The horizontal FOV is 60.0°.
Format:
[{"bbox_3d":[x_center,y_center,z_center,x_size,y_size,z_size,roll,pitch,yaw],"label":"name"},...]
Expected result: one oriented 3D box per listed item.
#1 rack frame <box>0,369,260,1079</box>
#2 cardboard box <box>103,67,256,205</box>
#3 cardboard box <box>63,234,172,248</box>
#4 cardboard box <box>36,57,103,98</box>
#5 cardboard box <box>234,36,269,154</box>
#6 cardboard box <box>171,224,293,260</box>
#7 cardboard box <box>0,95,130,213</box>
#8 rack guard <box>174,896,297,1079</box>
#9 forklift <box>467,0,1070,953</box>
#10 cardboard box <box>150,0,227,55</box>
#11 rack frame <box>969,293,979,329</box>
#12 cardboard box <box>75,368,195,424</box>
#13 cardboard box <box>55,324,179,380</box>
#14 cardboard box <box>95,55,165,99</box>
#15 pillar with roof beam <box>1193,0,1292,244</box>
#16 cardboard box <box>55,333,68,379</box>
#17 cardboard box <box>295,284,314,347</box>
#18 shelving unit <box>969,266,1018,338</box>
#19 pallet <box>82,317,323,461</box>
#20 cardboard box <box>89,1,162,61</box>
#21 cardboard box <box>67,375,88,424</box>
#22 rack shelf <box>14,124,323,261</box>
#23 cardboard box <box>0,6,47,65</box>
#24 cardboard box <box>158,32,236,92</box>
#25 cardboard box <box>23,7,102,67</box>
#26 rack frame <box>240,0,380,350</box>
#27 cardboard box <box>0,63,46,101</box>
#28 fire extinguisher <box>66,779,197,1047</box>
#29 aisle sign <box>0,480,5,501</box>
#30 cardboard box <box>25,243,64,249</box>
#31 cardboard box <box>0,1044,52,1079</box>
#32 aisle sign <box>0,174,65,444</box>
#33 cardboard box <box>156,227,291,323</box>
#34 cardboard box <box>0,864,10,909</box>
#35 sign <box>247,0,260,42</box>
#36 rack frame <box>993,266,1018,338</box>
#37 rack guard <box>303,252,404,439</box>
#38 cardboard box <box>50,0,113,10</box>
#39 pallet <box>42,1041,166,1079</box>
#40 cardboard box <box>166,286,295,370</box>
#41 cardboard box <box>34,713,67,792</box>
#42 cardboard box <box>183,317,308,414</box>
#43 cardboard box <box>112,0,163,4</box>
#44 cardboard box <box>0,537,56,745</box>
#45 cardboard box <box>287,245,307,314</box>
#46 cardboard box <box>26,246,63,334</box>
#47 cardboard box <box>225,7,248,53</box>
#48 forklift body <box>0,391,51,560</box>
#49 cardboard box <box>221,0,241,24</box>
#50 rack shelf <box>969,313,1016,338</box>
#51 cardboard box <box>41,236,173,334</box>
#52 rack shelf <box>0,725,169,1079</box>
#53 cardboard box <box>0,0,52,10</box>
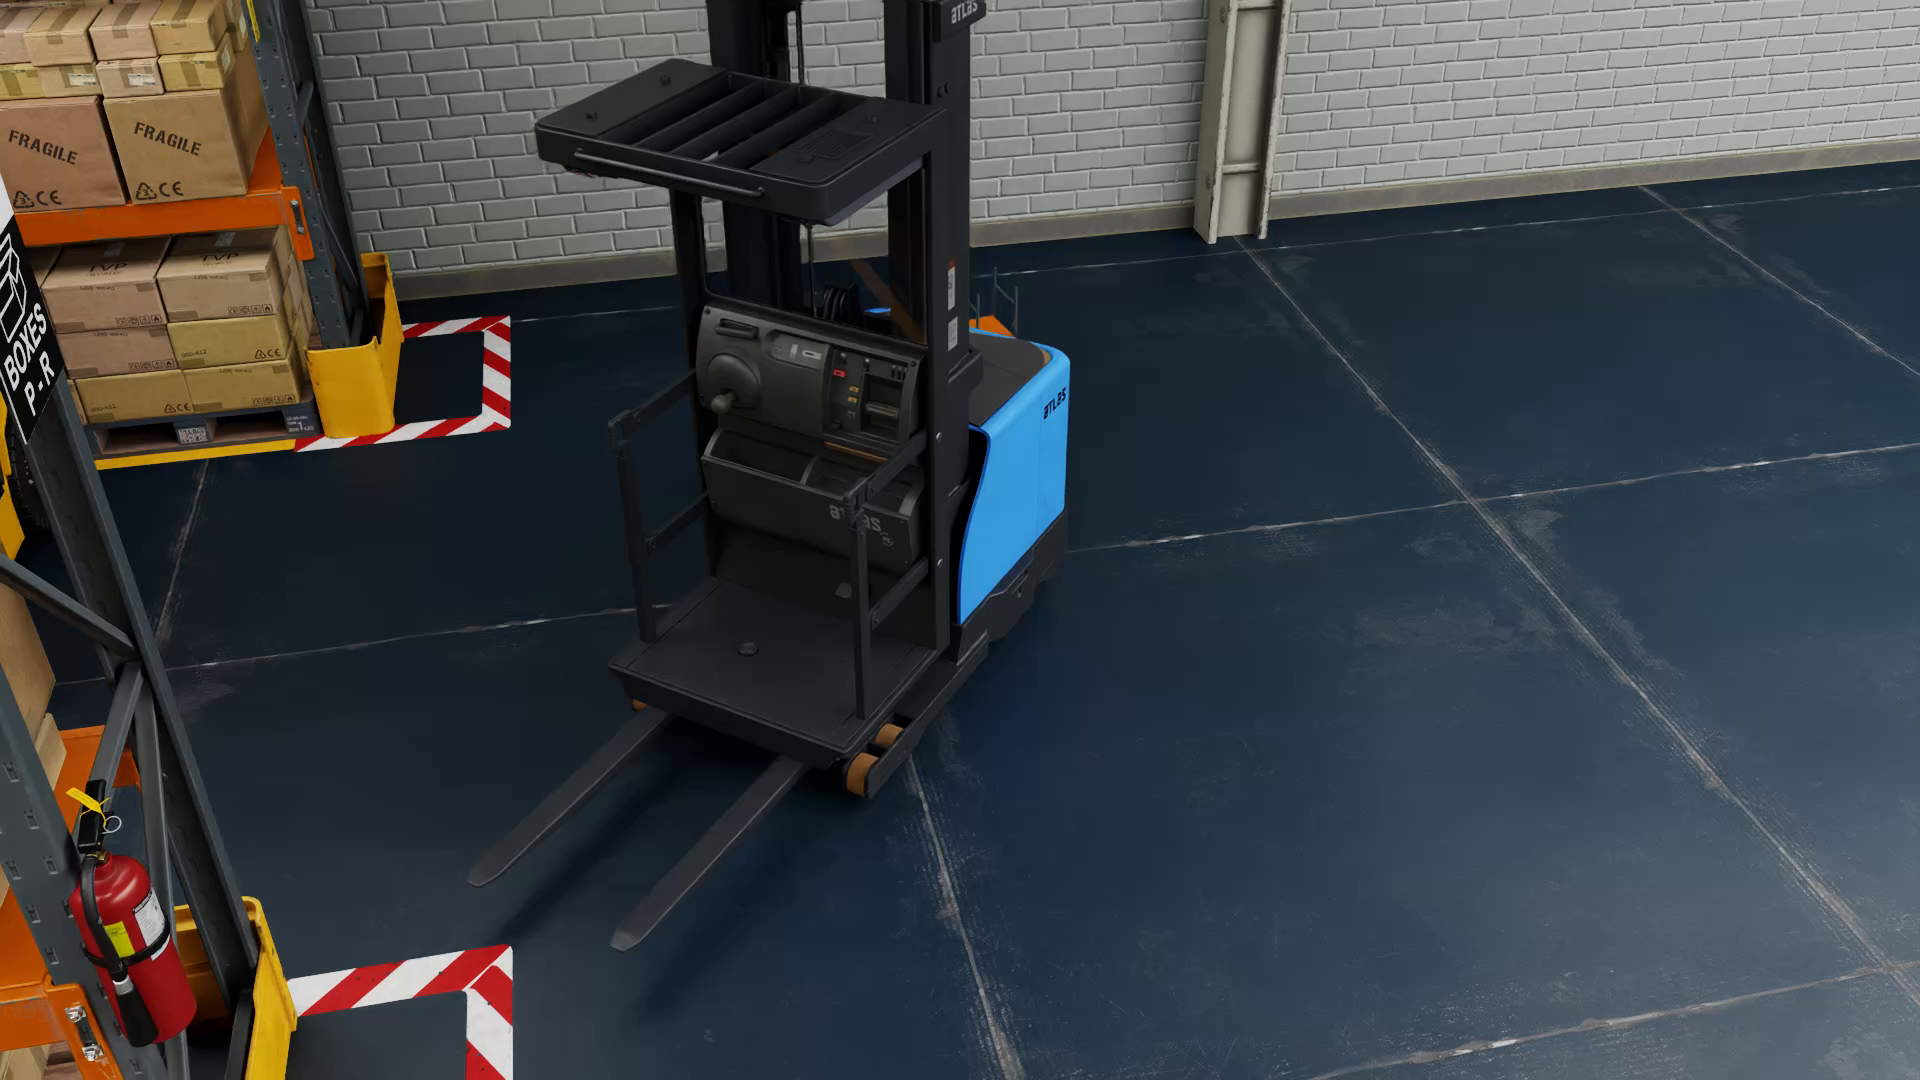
[{"bbox_3d":[-2.144,0.605,4.156,0.127,3.000,1.000,-7,35,-11],"label":"rack frame"},{"bbox_3d":[-3.664,-1.930,7.845,0.500,0.500,0.500,-8,35,-12],"label":"cardboard box"},{"bbox_3d":[-4.239,-1.520,8.517,0.500,0.250,0.500,-7,35,-10],"label":"cardboard box"},{"bbox_3d":[-4.028,-2.162,7.607,0.250,0.149,0.380,-7,34,-10],"label":"cardboard box"},{"bbox_3d":[-3.787,-2.223,8.282,0.500,0.500,0.500,-6,34,-9],"label":"cardboard box"},{"bbox_3d":[-3.753,-1.583,8.611,0.500,0.250,0.500,-8,35,-11],"label":"cardboard box"},{"bbox_3d":[-4.173,-1.871,7.757,0.500,0.500,0.500,-6,34,-9],"label":"cardboard box"},{"bbox_3d":[-2.218,1.653,4.838,0.348,0.500,1.175,-7,35,-11],"label":"rack guard"},{"bbox_3d":[-0.662,-0.531,5.912,1.130,2.935,3.031,17,37,23],"label":"forklift"},{"bbox_3d":[-3.545,-2.368,7.647,0.250,0.149,0.380,-7,35,-10],"label":"cardboard box"},{"bbox_3d":[0.032,-0.621,7.599,0.006,1.200,0.240,-14,36,-20],"label":"rack frame"},{"bbox_3d":[-4.118,-0.839,8.399,0.500,0.250,0.500,-7,35,-11],"label":"cardboard box"},{"bbox_3d":[-4.140,-1.047,8.260,0.500,0.250,0.500,-8,35,-11],"label":"cardboard box"},{"bbox_3d":[-3.761,-2.160,7.605,0.250,0.149,0.380,-7,34,-10],"label":"cardboard box"},{"bbox_3d":[2.682,-3.385,4.718,0.400,9.000,9.100,-7,35,-11],"label":"pillar with roof beam"},{"bbox_3d":[-4.639,-0.972,8.148,0.500,0.250,0.500,-8,35,-12],"label":"cardboard box"},{"bbox_3d":[-3.765,-1.170,8.893,0.500,0.250,0.500,-7,35,-10],"label":"cardboard box"},{"bbox_3d":[0.116,-0.642,7.630,0.189,1.200,0.258,-14,36,-20],"label":"shelving unit"},{"bbox_3d":[-3.979,-0.817,8.778,1.213,0.211,1.003,-7,35,-11],"label":"pallet"},{"bbox_3d":[-3.779,-2.320,7.577,0.250,0.149,0.380,-7,35,-10],"label":"cardboard box"},{"bbox_3d":[-4.608,-0.782,8.315,0.500,0.250,0.500,-7,34,-10],"label":"cardboard box"},{"bbox_3d":[-5.193,-1.547,8.009,4.000,0.370,1.077,-7,35,-11],"label":"rack shelf"},{"bbox_3d":[-4.287,-2.283,7.522,0.250,0.149,0.380,-7,34,-10],"label":"cardboard box"},{"bbox_3d":[-3.519,-2.208,7.676,0.250,0.149,0.380,-7,34,-10],"label":"cardboard box"},{"bbox_3d":[-4.028,-2.274,7.507,0.250,0.149,0.380,-6,34,-9],"label":"cardboard box"},{"bbox_3d":[-3.242,-2.092,8.175,0.127,3.000,1.000,-7,35,-11],"label":"rack frame"},{"bbox_3d":[-4.272,-2.137,7.571,0.250,0.149,0.380,-7,35,-11],"label":"cardboard box"},{"bbox_3d":[-1.930,0.874,3.825,0.183,0.674,0.296,-7,35,-11],"label":"fire extinguisher"},{"bbox_3d":[-2.019,-0.324,3.208,0.004,0.787,0.394,-7,35,-11],"label":"aisle sign"},{"bbox_3d":[-4.730,-1.464,8.434,0.500,0.250,0.500,-7,35,-11],"label":"cardboard box"},{"bbox_3d":[-2.992,1.522,4.881,0.500,0.250,0.500,-7,35,-11],"label":"cardboard box"},{"bbox_3d":[-2.152,-0.650,3.694,0.004,0.787,0.394,-7,35,-11],"label":"aisle sign"},{"bbox_3d":[-3.623,-1.314,8.209,0.500,0.250,0.500,-6,34,-9],"label":"cardboard box"},{"bbox_3d":[-2.461,0.872,3.984,0.250,0.149,0.380,-6,34,-9],"label":"cardboard box"},{"bbox_3d":[-3.136,-2.374,7.345,0.005,0.325,0.100,-7,35,-11],"label":"sign"},{"bbox_3d":[0.200,-0.662,7.660,0.006,1.200,0.240,-14,36,-20],"label":"rack frame"},{"bbox_3d":[-3.219,-1.057,8.876,0.348,0.500,1.175,-7,35,-11],"label":"rack guard"},{"bbox_3d":[-4.134,-2.547,7.915,0.250,0.149,0.380,-7,34,-10],"label":"cardboard box"},{"bbox_3d":[-3.018,1.853,4.799,1.213,0.211,1.003,-7,35,-11],"label":"pallet"},{"bbox_3d":[-3.648,-1.102,8.343,0.500,0.250,0.500,-8,35,-11],"label":"cardboard box"},{"bbox_3d":[-2.521,0.639,4.331,0.250,0.149,0.380,-7,35,-10],"label":"cardboard box"},{"bbox_3d":[-3.631,-0.895,8.483,0.500,0.250,0.500,-7,34,-10],"label":"cardboard box"},{"bbox_3d":[-3.890,-2.602,7.997,0.250,0.149,0.380,-6,34,-9],"label":"cardboard box"},{"bbox_3d":[-2.667,0.348,4.183,0.500,0.500,0.500,-8,35,-11],"label":"cardboard box"},{"bbox_3d":[-3.747,-1.387,8.767,0.500,0.250,0.500,-7,34,-10],"label":"cardboard box"},{"bbox_3d":[-4.609,-1.180,8.010,0.500,0.250,0.500,-7,34,-10],"label":"cardboard box"},{"bbox_3d":[-3.630,-2.502,8.115,0.250,0.149,0.380,-8,35,-12],"label":"cardboard box"},{"bbox_3d":[-4.689,-0.515,6.587,1.214,2.155,2.313,-7,35,-11],"label":"forklift body"},{"bbox_3d":[-3.617,-2.601,7.995,0.250,0.149,0.380,-8,35,-11],"label":"cardboard box"},{"bbox_3d":[0.116,-0.904,7.454,0.180,0.103,0.258,-14,36,-20],"label":"rack shelf"},{"bbox_3d":[-4.119,-1.248,8.111,0.500,0.250,0.500,-7,34,-10],"label":"cardboard box"},{"bbox_3d":[-4.094,1.150,3.990,4.000,0.370,1.077,-7,35,-11],"label":"rack shelf"},{"bbox_3d":[-4.379,-2.525,7.882,0.250,0.149,0.380,-7,34,-10],"label":"cardboard box"}]
